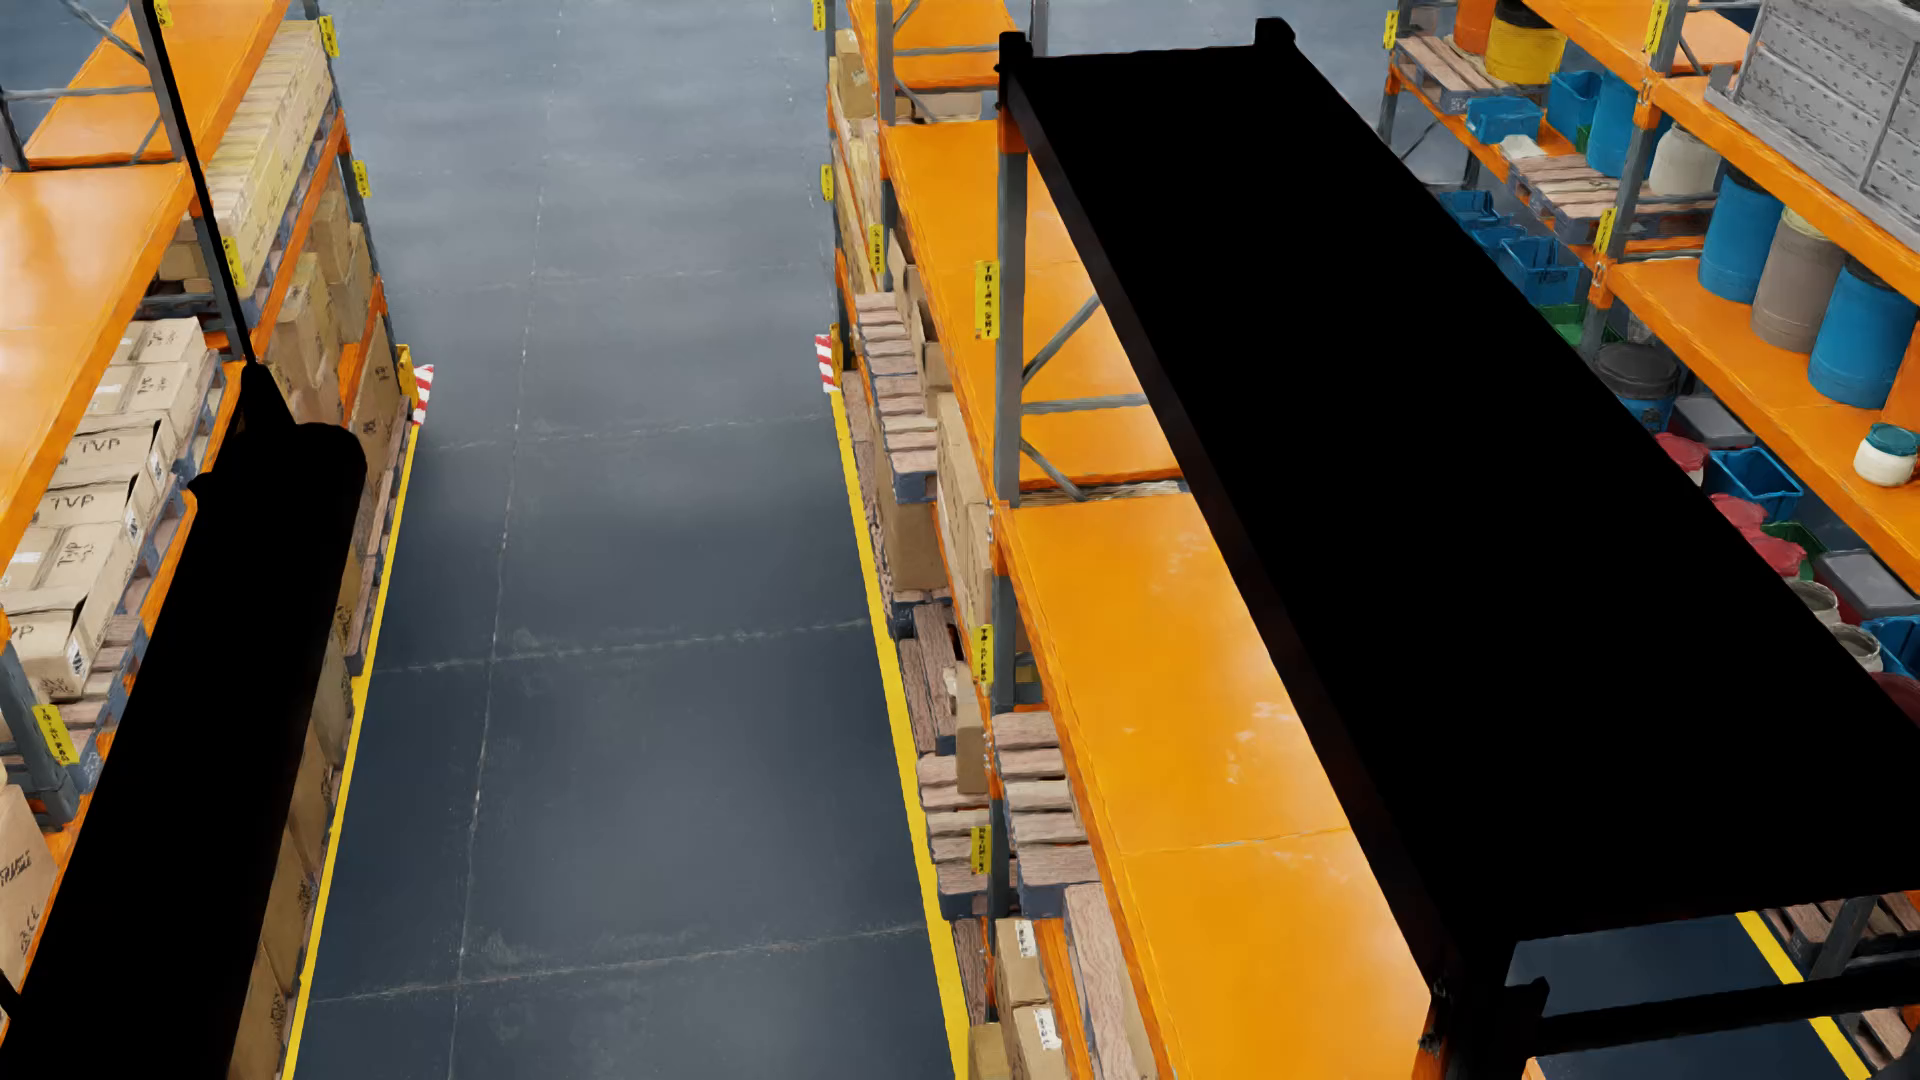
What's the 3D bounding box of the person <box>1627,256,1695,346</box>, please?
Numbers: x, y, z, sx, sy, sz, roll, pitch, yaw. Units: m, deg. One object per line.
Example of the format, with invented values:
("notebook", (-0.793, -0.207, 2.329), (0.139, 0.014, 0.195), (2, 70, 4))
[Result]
("person", (6.201, -2.182, 14.952), (0.553, 1.723, 1.036), (0, 36, 0))
